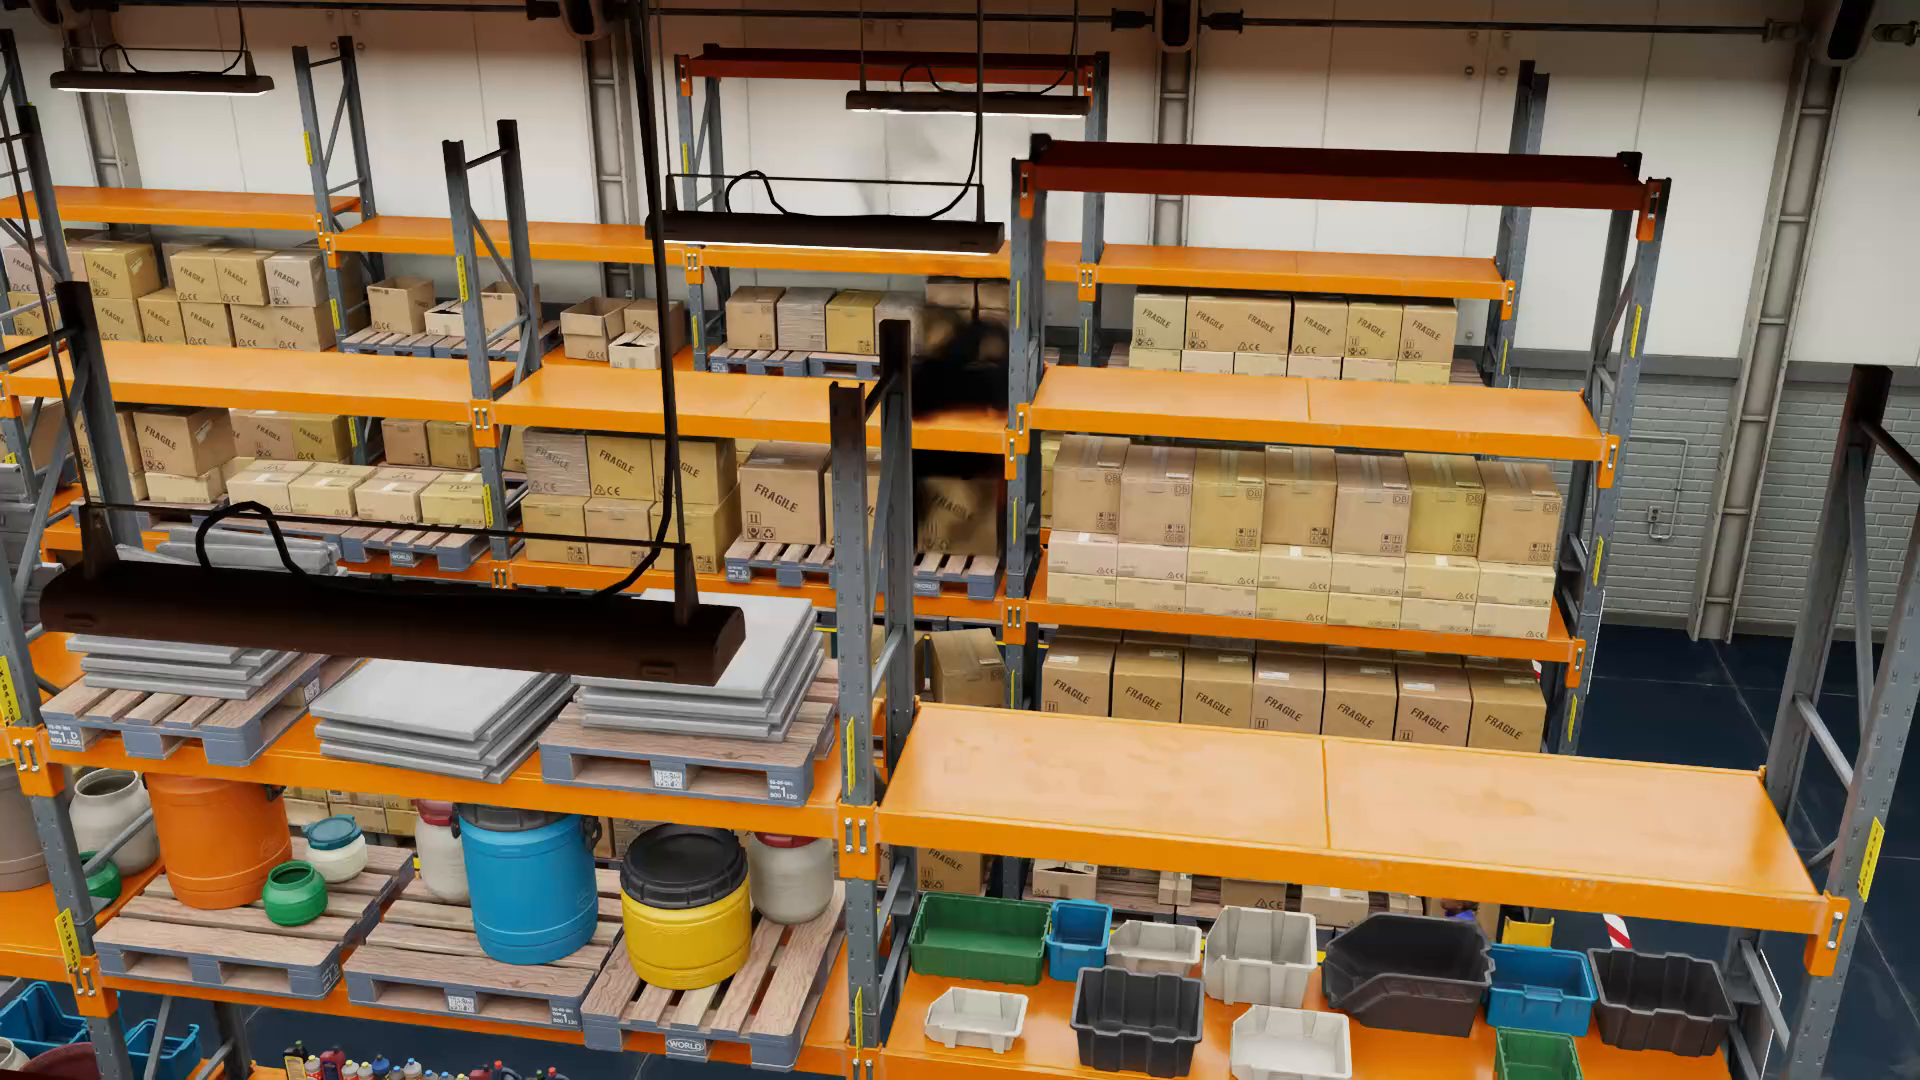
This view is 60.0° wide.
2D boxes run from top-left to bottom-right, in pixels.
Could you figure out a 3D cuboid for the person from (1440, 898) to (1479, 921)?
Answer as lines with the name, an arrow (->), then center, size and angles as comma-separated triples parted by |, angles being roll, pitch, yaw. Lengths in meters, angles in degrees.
person -> 3.422, 3.032, 11.227 | 0.785, 1.593, 0.625 | 0, 23, 0
